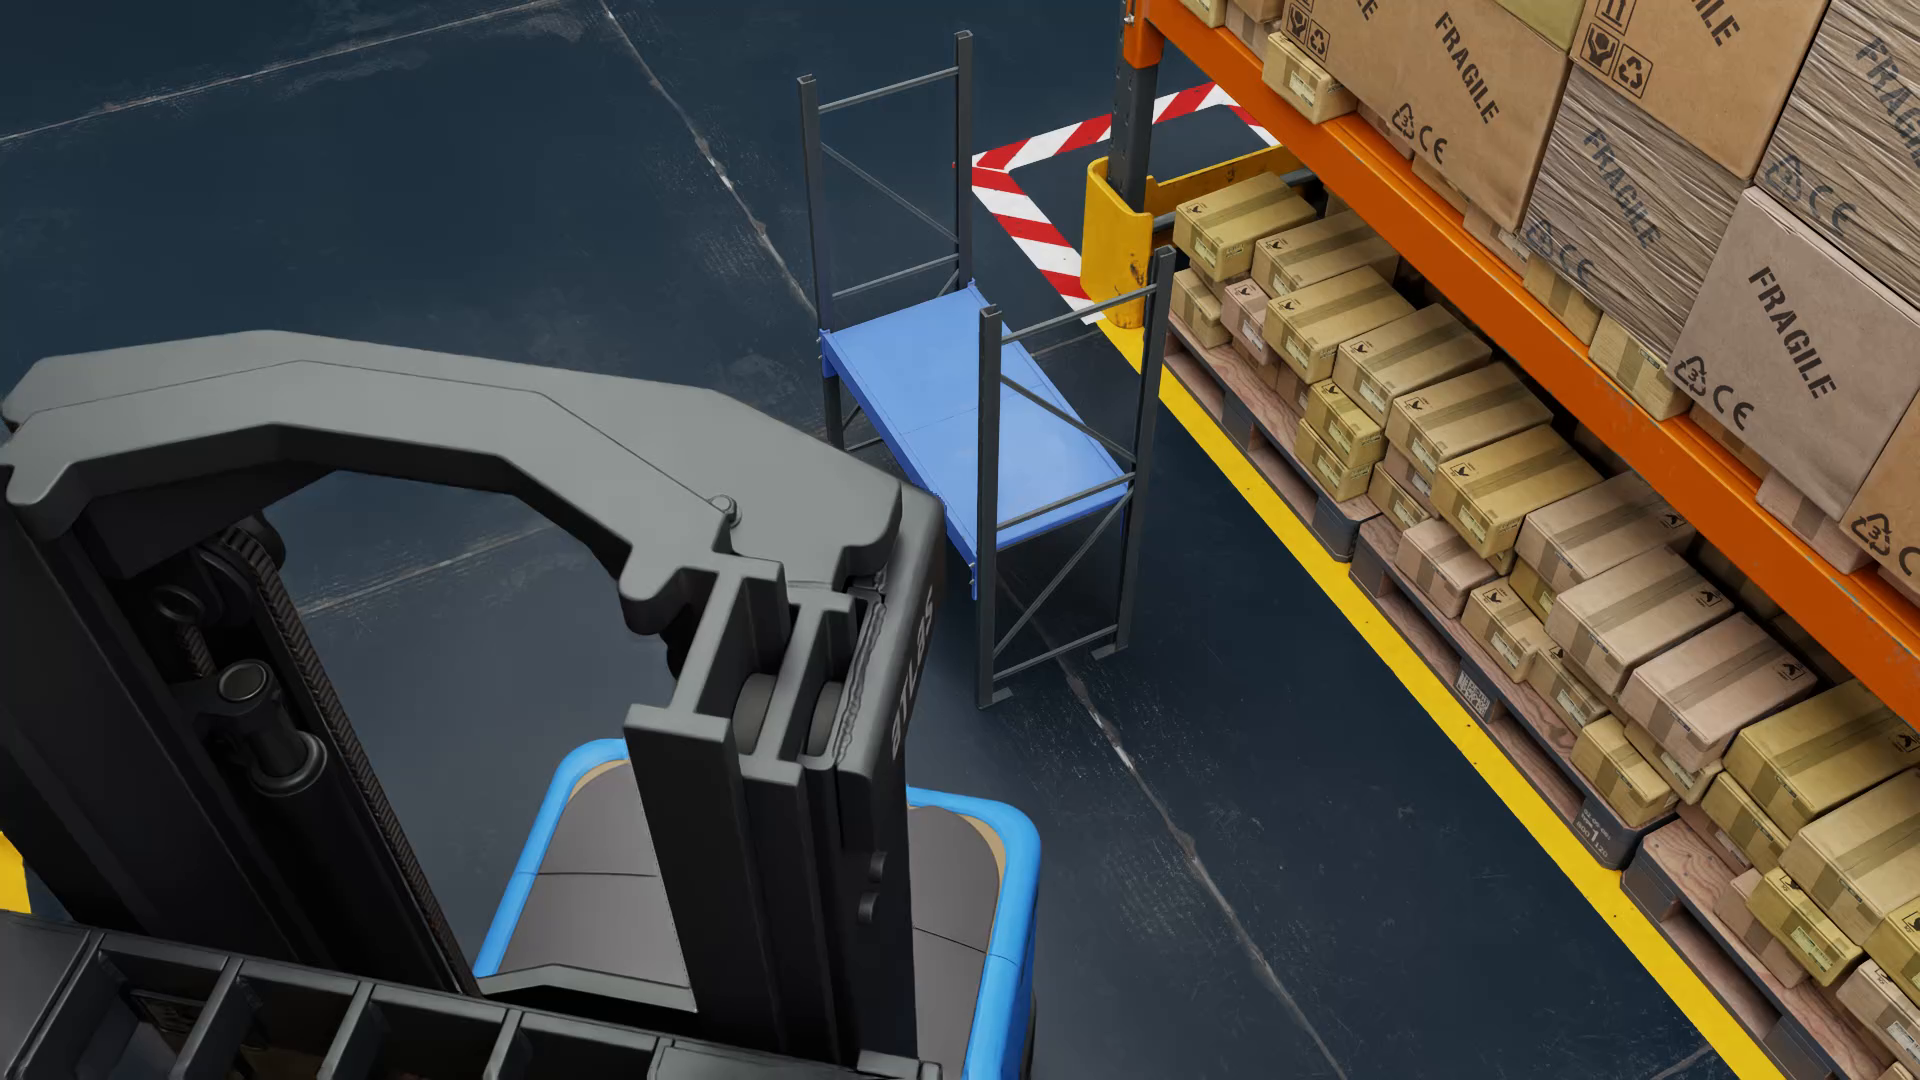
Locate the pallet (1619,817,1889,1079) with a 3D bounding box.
[{"bbox_3d":[2.470,1.073,4.171,1.003,0.211,1.213,-21,52,-18],"label":"pallet"}]

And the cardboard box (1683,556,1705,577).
[{"bbox_3d":[2.109,0.034,4.842,0.380,0.149,0.250,-20,52,-17],"label":"cardboard box"}]

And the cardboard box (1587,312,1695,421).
[{"bbox_3d":[1.690,-0.457,3.824,0.380,0.149,0.250,-20,52,-17],"label":"cardboard box"}]

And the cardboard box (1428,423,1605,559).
[{"bbox_3d":[1.535,-0.139,4.598,0.380,0.149,0.250,-20,52,-17],"label":"cardboard box"}]

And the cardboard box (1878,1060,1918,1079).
[{"bbox_3d":[2.326,1.247,3.781,0.380,0.149,0.250,-21,52,-17],"label":"cardboard box"}]

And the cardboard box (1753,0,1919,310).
[{"bbox_3d":[1.890,-0.781,3.012,0.500,0.500,0.500,-20,52,-17],"label":"cardboard box"}]

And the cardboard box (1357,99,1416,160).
[{"bbox_3d":[1.304,-1.192,4.466,0.380,0.149,0.250,-19,51,-16],"label":"cardboard box"}]

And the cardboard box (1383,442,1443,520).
[{"bbox_3d":[1.482,-0.254,4.896,0.380,0.149,0.250,-23,53,-19],"label":"cardboard box"}]

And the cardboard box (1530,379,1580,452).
[{"bbox_3d":[1.961,-0.438,5.058,0.380,0.149,0.250,-20,52,-17],"label":"cardboard box"}]

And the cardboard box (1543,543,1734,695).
[{"bbox_3d":[1.752,0.200,4.302,0.380,0.149,0.250,-23,53,-19],"label":"cardboard box"}]

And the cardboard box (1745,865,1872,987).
[{"bbox_3d":[2.108,0.843,3.937,0.380,0.149,0.250,-23,53,-19],"label":"cardboard box"}]

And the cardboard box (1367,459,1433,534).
[{"bbox_3d":[1.466,-0.166,5.018,0.380,0.149,0.250,-21,52,-17],"label":"cardboard box"}]

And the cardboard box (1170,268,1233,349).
[{"bbox_3d":[0.933,-0.824,5.593,0.380,0.149,0.250,-20,52,-17],"label":"cardboard box"}]

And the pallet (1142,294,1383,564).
[{"bbox_3d":[1.353,-0.560,5.600,1.003,0.211,1.213,-21,52,-18],"label":"pallet"}]

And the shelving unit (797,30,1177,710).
[{"bbox_3d":[0.039,-0.437,4.636,0.538,1.500,1.048,-21,52,-18],"label":"shelving unit"}]

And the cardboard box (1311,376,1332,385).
[{"bbox_3d":[1.255,-0.608,5.206,0.380,0.149,0.250,-21,52,-17],"label":"cardboard box"}]

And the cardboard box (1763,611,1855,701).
[{"bbox_3d":[2.362,0.279,4.431,0.380,0.149,0.250,-19,51,-16],"label":"cardboard box"}]

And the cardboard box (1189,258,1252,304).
[{"bbox_3d":[0.989,-0.944,5.500,0.380,0.149,0.250,-19,52,-16],"label":"cardboard box"}]

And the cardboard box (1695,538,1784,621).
[{"bbox_3d":[2.221,0.018,4.461,0.380,0.149,0.250,-23,53,-19],"label":"cardboard box"}]

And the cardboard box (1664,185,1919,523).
[{"bbox_3d":[1.873,-0.446,3.384,0.500,0.500,0.500,-21,52,-18],"label":"cardboard box"}]

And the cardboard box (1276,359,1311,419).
[{"bbox_3d":[1.245,-0.513,5.321,0.380,0.149,0.250,-21,52,-17],"label":"cardboard box"}]

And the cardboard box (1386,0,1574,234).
[{"bbox_3d":[1.418,-1.139,3.989,0.500,0.500,0.500,-21,52,-17],"label":"cardboard box"}]

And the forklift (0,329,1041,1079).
[{"bbox_3d":[-0.605,1.306,2.161,1.130,2.935,3.031,8,49,7],"label":"forklift"}]

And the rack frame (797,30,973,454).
[{"bbox_3d":[-0.194,-0.777,4.933,0.500,1.500,0.032,-21,52,-18],"label":"rack frame"}]

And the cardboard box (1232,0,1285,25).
[{"bbox_3d":[0.938,-1.820,4.585,0.500,0.500,0.500,-19,51,-16],"label":"cardboard box"}]

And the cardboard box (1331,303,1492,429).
[{"bbox_3d":[1.337,-0.520,4.931,0.380,0.149,0.250,-24,53,-19],"label":"cardboard box"}]

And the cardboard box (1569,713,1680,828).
[{"bbox_3d":[1.852,0.555,4.387,0.380,0.149,0.250,-21,52,-18],"label":"cardboard box"}]

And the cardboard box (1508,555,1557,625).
[{"bbox_3d":[1.758,0.098,4.589,0.380,0.149,0.250,-19,51,-16],"label":"cardboard box"}]

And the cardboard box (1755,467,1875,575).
[{"bbox_3d":[1.939,-0.123,3.531,0.380,0.149,0.250,-23,53,-19],"label":"cardboard box"}]

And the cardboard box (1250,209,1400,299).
[{"bbox_3d":[1.149,-0.870,5.238,0.380,0.149,0.250,-20,52,-17],"label":"cardboard box"}]

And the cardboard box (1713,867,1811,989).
[{"bbox_3d":[2.103,0.890,4.094,0.380,0.149,0.250,-23,53,-19],"label":"cardboard box"}]

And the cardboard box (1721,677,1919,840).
[{"bbox_3d":[2.092,0.526,4.017,0.380,0.149,0.250,-20,52,-16],"label":"cardboard box"}]

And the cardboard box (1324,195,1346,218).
[{"bbox_3d":[1.473,-1.128,5.661,0.380,0.149,0.250,-22,53,-18],"label":"cardboard box"}]

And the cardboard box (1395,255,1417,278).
[{"bbox_3d":[1.509,-1.026,5.374,0.380,0.149,0.250,-20,52,-17],"label":"cardboard box"}]

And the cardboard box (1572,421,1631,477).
[{"bbox_3d":[1.998,-0.326,4.762,0.380,0.149,0.250,-23,53,-19],"label":"cardboard box"}]

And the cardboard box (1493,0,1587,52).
[{"bbox_3d":[1.402,-1.462,3.607,0.500,0.500,0.500,-22,52,-18],"label":"cardboard box"}]

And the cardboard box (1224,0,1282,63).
[{"bbox_3d":[0.988,-1.517,4.751,0.380,0.149,0.250,-19,52,-16],"label":"cardboard box"}]

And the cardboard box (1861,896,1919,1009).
[{"bbox_3d":[2.262,0.891,3.698,0.380,0.149,0.250,-21,52,-17],"label":"cardboard box"}]

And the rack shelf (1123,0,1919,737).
[{"bbox_3d":[1.893,-0.510,4.181,1.077,0.370,4.000,-21,52,-18],"label":"rack shelf"}]

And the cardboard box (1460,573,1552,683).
[{"bbox_3d":[1.653,0.207,4.691,0.380,0.149,0.250,-21,52,-18],"label":"cardboard box"}]

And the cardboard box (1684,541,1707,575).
[{"bbox_3d":[2.213,-0.086,4.750,0.380,0.149,0.250,-21,52,-17],"label":"cardboard box"}]

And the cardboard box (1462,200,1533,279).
[{"bbox_3d":[1.494,-0.827,4.147,0.380,0.149,0.250,-22,52,-18],"label":"cardboard box"}]

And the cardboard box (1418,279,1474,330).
[{"bbox_3d":[1.713,-0.781,5.357,0.380,0.149,0.250,-23,53,-19],"label":"cardboard box"}]

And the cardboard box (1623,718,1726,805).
[{"bbox_3d":[1.947,0.478,4.257,0.380,0.149,0.250,-20,52,-17],"label":"cardboard box"}]

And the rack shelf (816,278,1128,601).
[{"bbox_3d":[0.039,-0.318,4.771,0.538,0.185,1.000,-21,52,-18],"label":"rack shelf"}]
